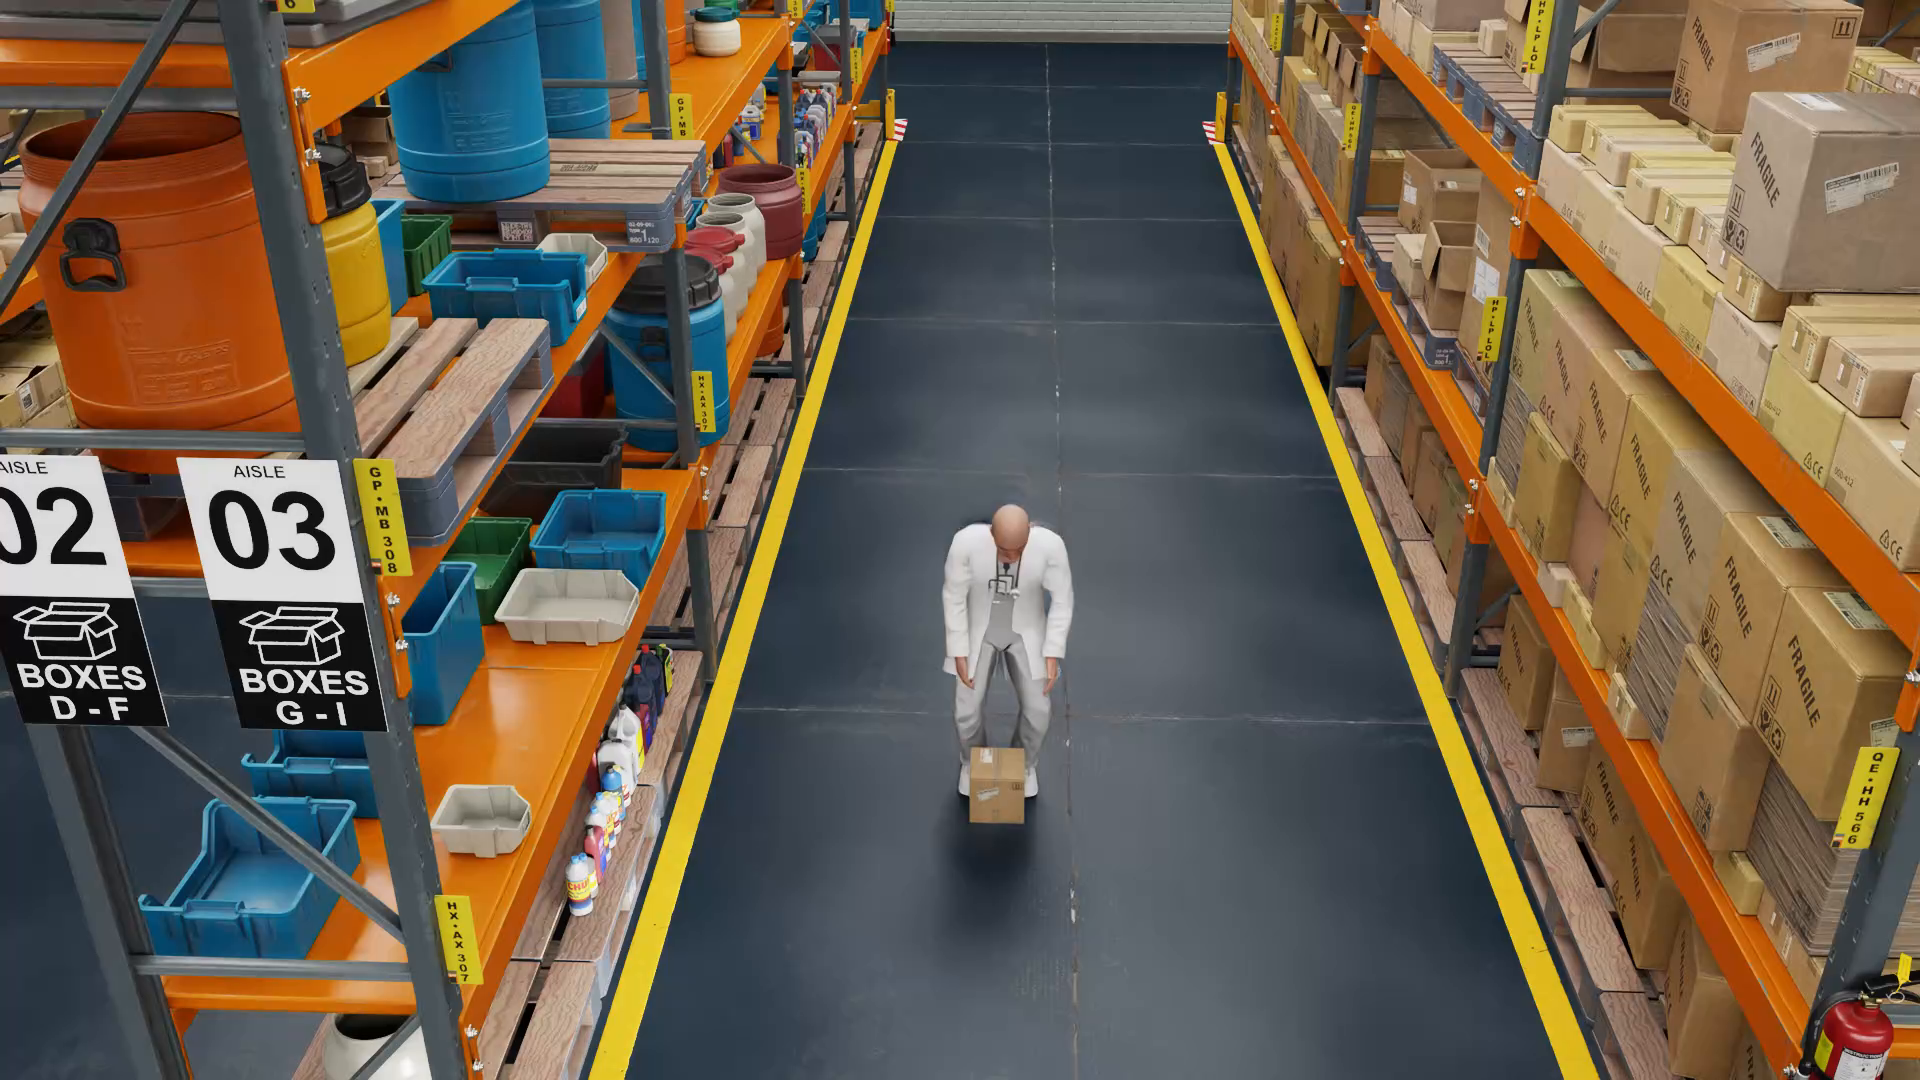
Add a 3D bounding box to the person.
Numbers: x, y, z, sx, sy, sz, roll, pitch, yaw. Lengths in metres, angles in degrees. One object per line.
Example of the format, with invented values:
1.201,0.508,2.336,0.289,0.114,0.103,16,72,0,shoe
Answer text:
0.225,0.482,7.904,0.619,1.612,0.564,1,28,3,person
